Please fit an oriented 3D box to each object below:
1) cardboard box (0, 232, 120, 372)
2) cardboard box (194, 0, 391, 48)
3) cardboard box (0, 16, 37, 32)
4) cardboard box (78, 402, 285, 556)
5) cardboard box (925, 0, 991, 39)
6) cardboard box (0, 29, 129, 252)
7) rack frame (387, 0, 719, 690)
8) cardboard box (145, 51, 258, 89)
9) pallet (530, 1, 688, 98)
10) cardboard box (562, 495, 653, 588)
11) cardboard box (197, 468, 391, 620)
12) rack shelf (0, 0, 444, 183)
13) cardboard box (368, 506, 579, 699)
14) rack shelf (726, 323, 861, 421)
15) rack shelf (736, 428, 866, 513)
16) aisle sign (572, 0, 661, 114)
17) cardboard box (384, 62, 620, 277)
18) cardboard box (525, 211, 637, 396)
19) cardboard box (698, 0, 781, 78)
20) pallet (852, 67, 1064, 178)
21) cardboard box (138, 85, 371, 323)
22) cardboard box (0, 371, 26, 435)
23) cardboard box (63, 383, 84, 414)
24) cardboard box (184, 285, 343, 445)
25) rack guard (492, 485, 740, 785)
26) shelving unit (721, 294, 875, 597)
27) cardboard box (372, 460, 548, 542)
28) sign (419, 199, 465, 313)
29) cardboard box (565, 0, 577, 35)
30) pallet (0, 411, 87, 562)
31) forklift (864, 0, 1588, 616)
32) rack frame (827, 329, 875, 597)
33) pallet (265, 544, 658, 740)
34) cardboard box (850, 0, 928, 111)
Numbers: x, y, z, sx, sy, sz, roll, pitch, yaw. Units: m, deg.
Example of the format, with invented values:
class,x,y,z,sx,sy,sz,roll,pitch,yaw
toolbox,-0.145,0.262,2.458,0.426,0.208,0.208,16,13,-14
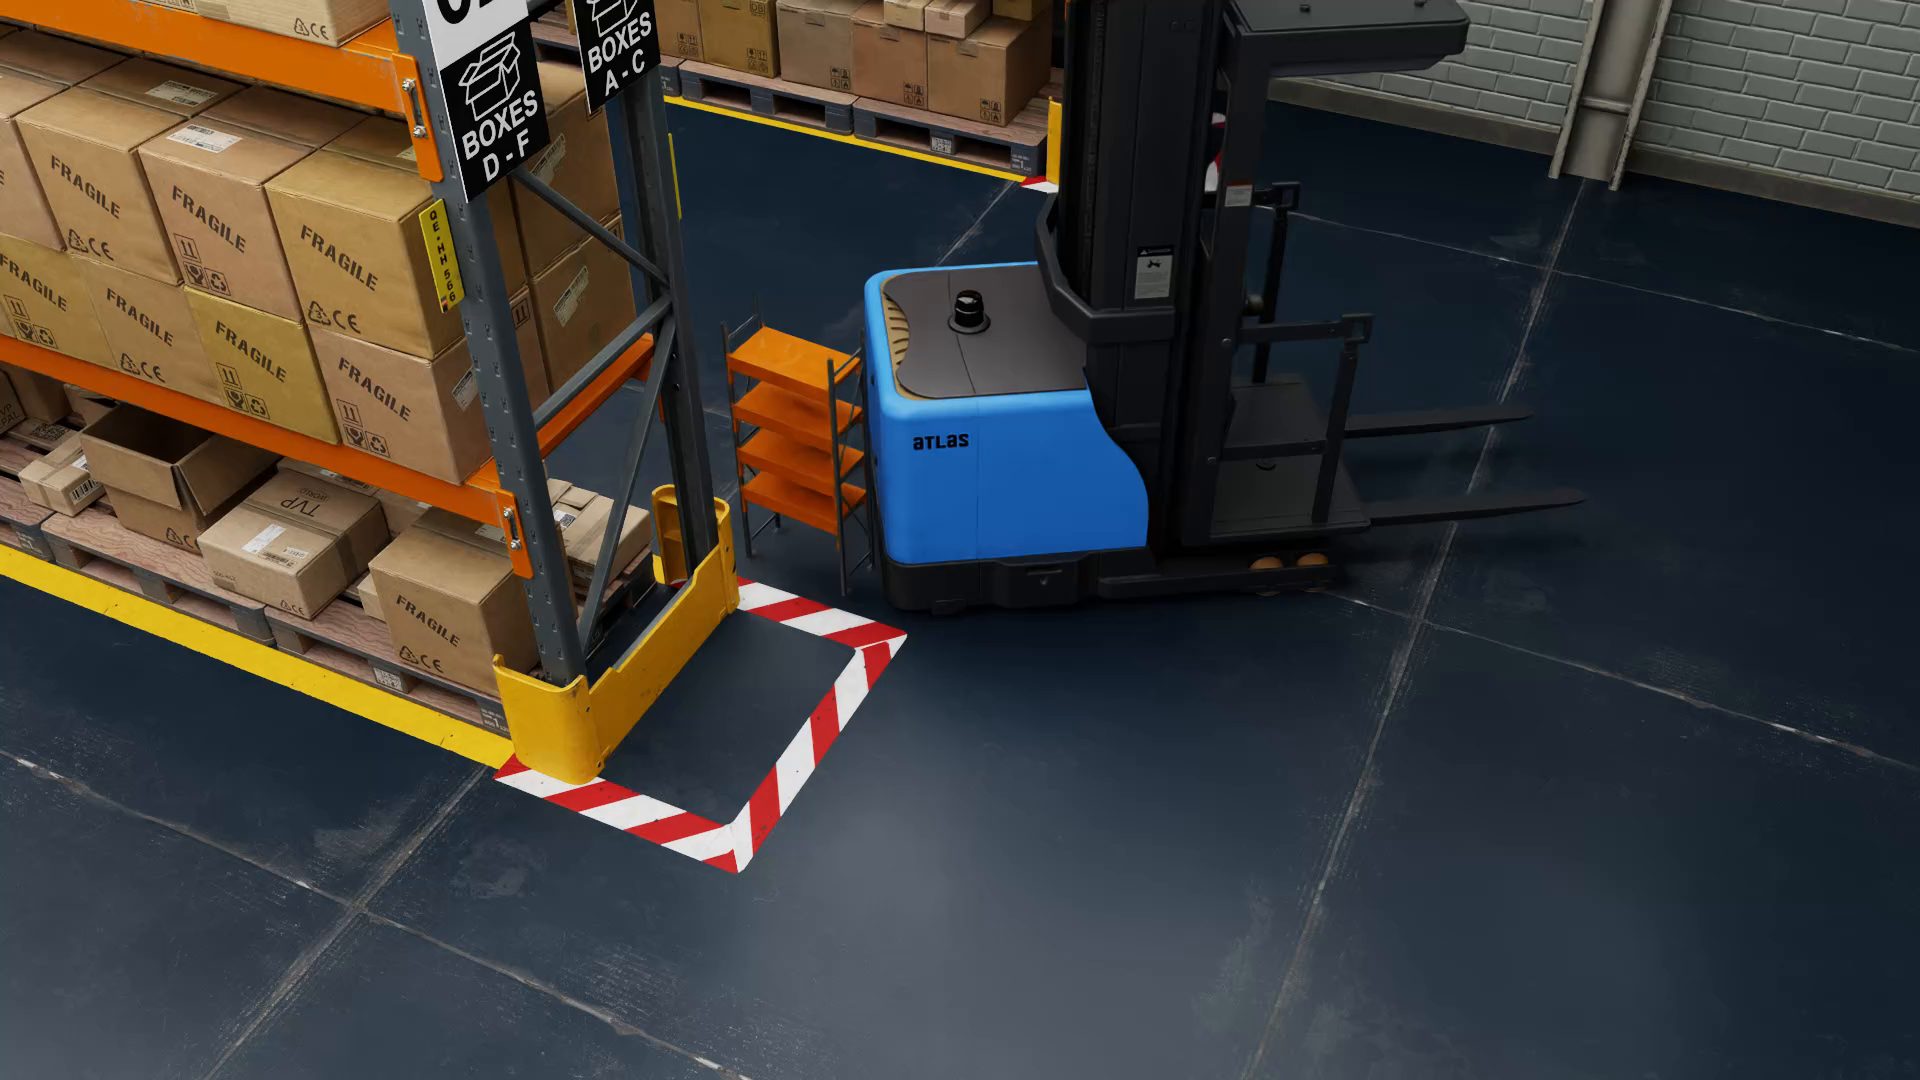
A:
class,x,y,z,sx,sy,sz,roll,pitch,yaw
cardboard box,-3.131,-1.002,6.039,0.500,0.500,0.500,16,44,18
cardboard box,-1.809,-1.642,4.678,0.500,0.250,0.500,17,44,19
cardboard box,-3.367,-1.836,6.238,0.500,0.500,0.500,17,44,19
cardboard box,-3.152,-0.392,6.983,0.637,0.503,0.797,17,44,19
cardboard box,-0.011,-3.041,9.561,0.250,0.149,0.380,16,44,18
cardboard box,-3.147,-1.377,5.709,0.500,0.500,0.500,18,44,20
rack frame,-1.232,-0.579,5.628,0.127,3.000,1.000,17,44,19
cardboard box,-2.451,-1.556,5.915,0.500,0.500,0.500,18,44,19
pallet,-2.110,-3.317,10.916,1.213,0.211,1.003,17,44,19
cardboard box,-1.466,0.012,6.787,0.250,0.149,0.380,17,44,19
cardboard box,-2.677,0.008,6.713,0.500,0.250,0.500,17,44,19
rack shelf,-3.044,-1.995,5.520,4.000,0.370,1.077,17,44,19
cardboard box,-1.829,0.195,6.308,0.500,0.500,0.500,17,44,19
rack shelf,-0.641,-0.660,6.495,0.480,0.148,0.258,21,45,22
rack shelf,-0.641,-0.312,6.797,0.480,0.148,0.258,21,45,22
aisle sign,-1.046,-1.717,4.956,0.004,0.787,0.394,17,44,19
cardboard box,-1.523,-1.274,5.590,0.500,0.500,0.500,18,44,20
cardboard box,-1.523,-0.896,5.917,0.500,0.500,0.500,18,44,20
cardboard box,-1.213,-3.290,10.343,0.500,0.500,0.700,18,44,20
pallet,0.101,-2.642,10.137,1.213,0.211,1.003,17,44,19
cardboard box,-2.210,-1.094,5.382,0.500,0.500,0.500,18,44,20
cardboard box,-4.568,-0.592,7.360,0.500,0.311,0.500,17,44,19
cardboard box,-3.855,-0.718,7.629,0.250,0.149,0.380,17,44,19
cardboard box,-2.225,-0.721,5.715,0.500,0.500,0.500,17,44,19
rack guard,-1.301,0.344,6.471,0.348,0.500,1.175,17,44,19
shelving unit,-0.641,-0.363,6.752,0.503,1.200,0.258,21,45,22
cardboard box,-2.058,-0.164,6.912,0.500,0.250,0.500,17,44,19
sign,-1.485,-0.812,4.771,0.005,0.325,0.100,17,44,19
cardboard box,-2.131,-3.574,10.671,0.500,0.500,0.700,18,44,19
pallet,-4.235,-0.442,7.599,1.213,0.211,1.003,17,44,19
forklift,1.144,-1.214,6.413,3.031,2.935,1.130,-4,41,-5
rack frame,-0.430,-0.283,6.660,0.015,1.200,0.240,21,45,22
pallet,-2.024,0.234,6.820,1.213,0.211,1.003,17,44,19
cardboard box,-0.271,-3.007,10.017,0.500,0.500,0.700,17,44,19
